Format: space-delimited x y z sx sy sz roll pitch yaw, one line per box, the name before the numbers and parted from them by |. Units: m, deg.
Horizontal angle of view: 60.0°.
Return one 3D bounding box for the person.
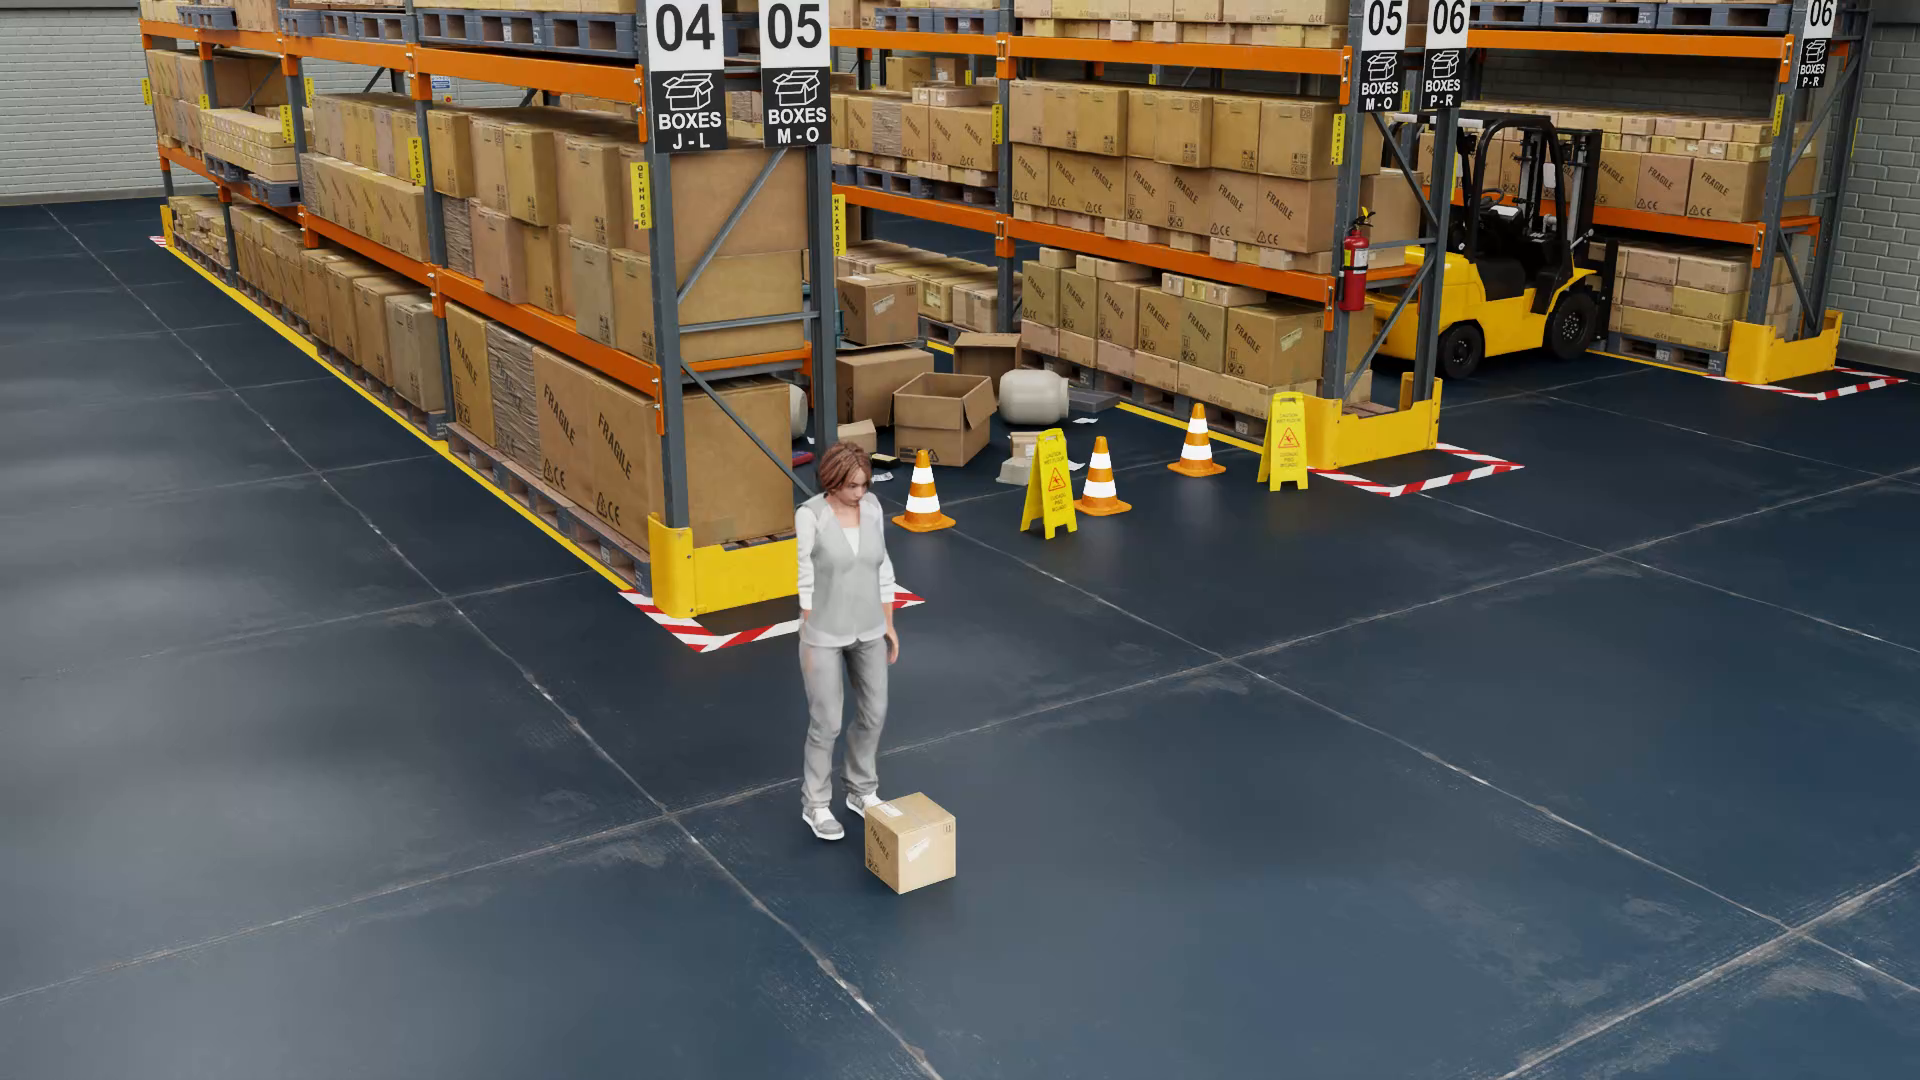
person | -0.439 0.383 6.464 0.409 1.576 0.300 -11 21 -30
